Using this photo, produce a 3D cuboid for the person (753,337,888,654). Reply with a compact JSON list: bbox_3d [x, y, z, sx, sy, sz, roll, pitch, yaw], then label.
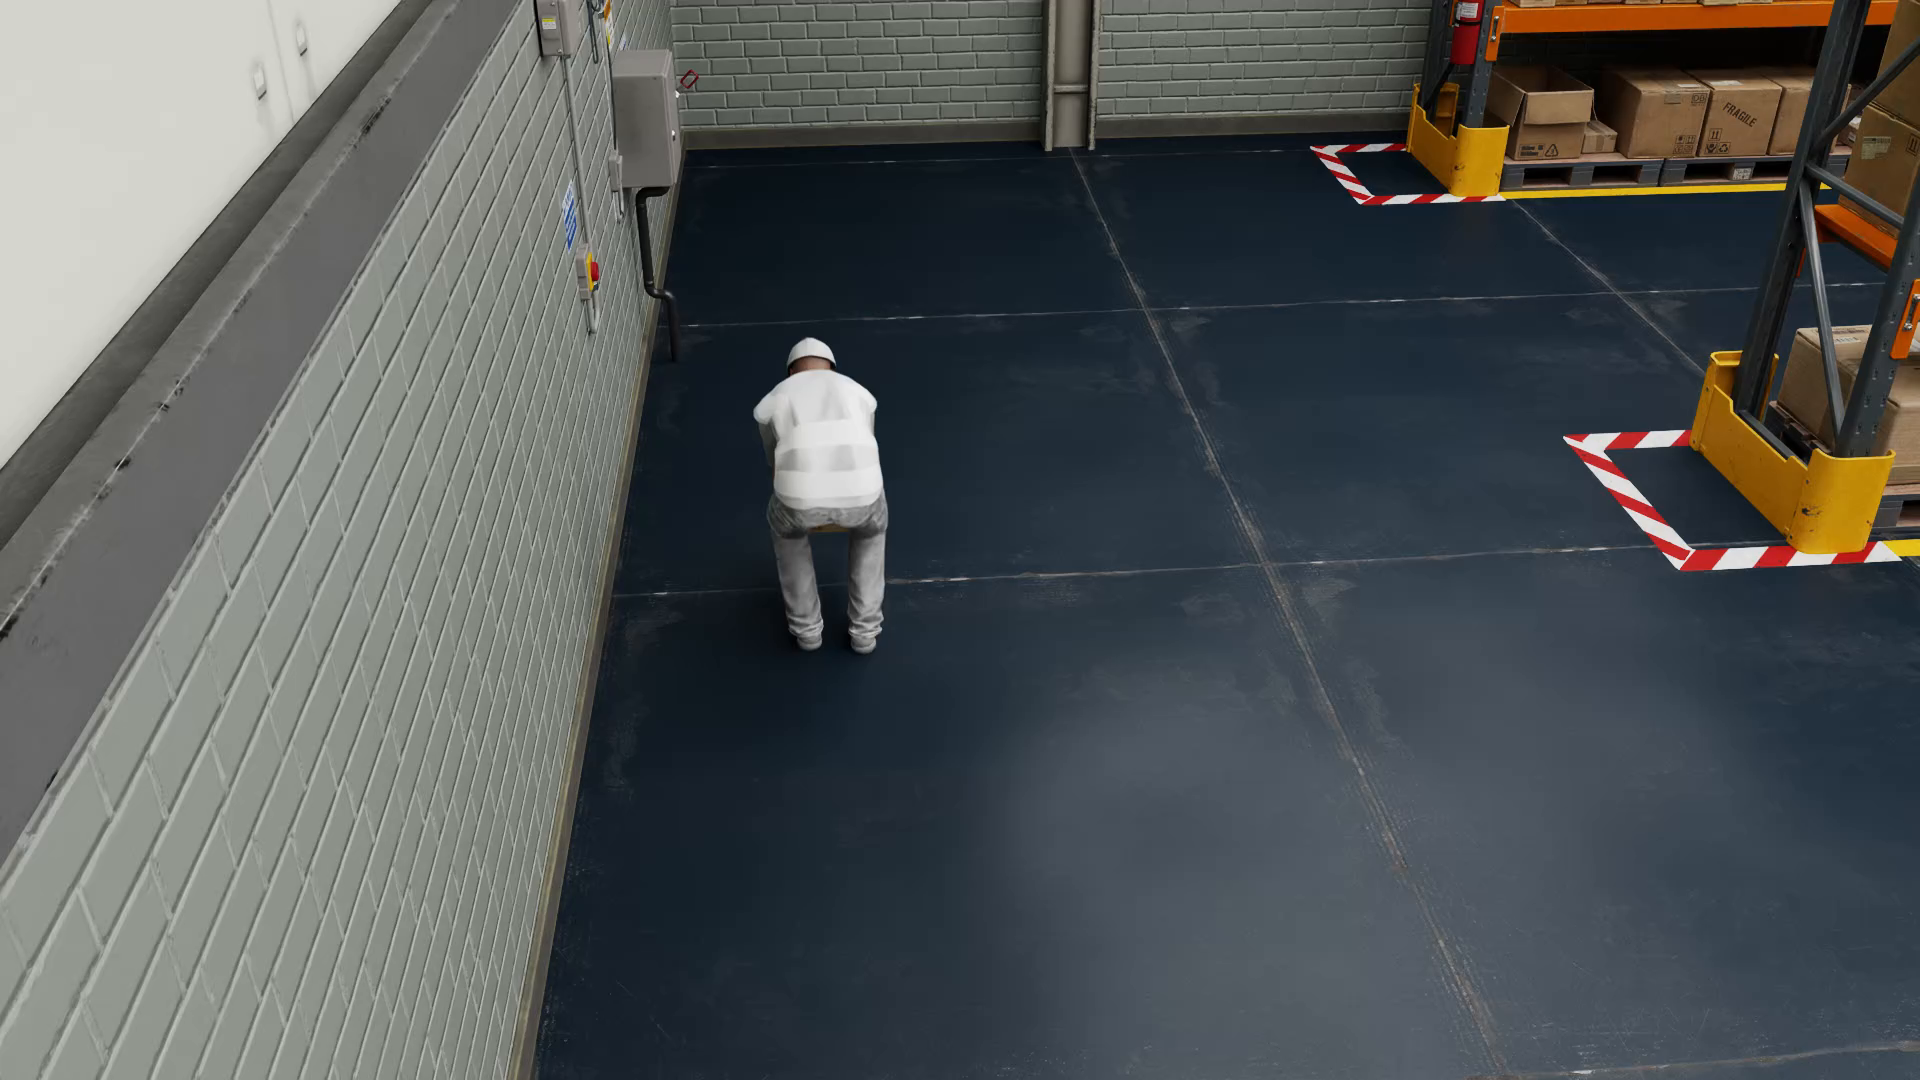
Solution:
[{"bbox_3d":[-0.579,-0.166,7.010,0.527,1.146,0.970,-4,31,-7],"label":"person"}]
